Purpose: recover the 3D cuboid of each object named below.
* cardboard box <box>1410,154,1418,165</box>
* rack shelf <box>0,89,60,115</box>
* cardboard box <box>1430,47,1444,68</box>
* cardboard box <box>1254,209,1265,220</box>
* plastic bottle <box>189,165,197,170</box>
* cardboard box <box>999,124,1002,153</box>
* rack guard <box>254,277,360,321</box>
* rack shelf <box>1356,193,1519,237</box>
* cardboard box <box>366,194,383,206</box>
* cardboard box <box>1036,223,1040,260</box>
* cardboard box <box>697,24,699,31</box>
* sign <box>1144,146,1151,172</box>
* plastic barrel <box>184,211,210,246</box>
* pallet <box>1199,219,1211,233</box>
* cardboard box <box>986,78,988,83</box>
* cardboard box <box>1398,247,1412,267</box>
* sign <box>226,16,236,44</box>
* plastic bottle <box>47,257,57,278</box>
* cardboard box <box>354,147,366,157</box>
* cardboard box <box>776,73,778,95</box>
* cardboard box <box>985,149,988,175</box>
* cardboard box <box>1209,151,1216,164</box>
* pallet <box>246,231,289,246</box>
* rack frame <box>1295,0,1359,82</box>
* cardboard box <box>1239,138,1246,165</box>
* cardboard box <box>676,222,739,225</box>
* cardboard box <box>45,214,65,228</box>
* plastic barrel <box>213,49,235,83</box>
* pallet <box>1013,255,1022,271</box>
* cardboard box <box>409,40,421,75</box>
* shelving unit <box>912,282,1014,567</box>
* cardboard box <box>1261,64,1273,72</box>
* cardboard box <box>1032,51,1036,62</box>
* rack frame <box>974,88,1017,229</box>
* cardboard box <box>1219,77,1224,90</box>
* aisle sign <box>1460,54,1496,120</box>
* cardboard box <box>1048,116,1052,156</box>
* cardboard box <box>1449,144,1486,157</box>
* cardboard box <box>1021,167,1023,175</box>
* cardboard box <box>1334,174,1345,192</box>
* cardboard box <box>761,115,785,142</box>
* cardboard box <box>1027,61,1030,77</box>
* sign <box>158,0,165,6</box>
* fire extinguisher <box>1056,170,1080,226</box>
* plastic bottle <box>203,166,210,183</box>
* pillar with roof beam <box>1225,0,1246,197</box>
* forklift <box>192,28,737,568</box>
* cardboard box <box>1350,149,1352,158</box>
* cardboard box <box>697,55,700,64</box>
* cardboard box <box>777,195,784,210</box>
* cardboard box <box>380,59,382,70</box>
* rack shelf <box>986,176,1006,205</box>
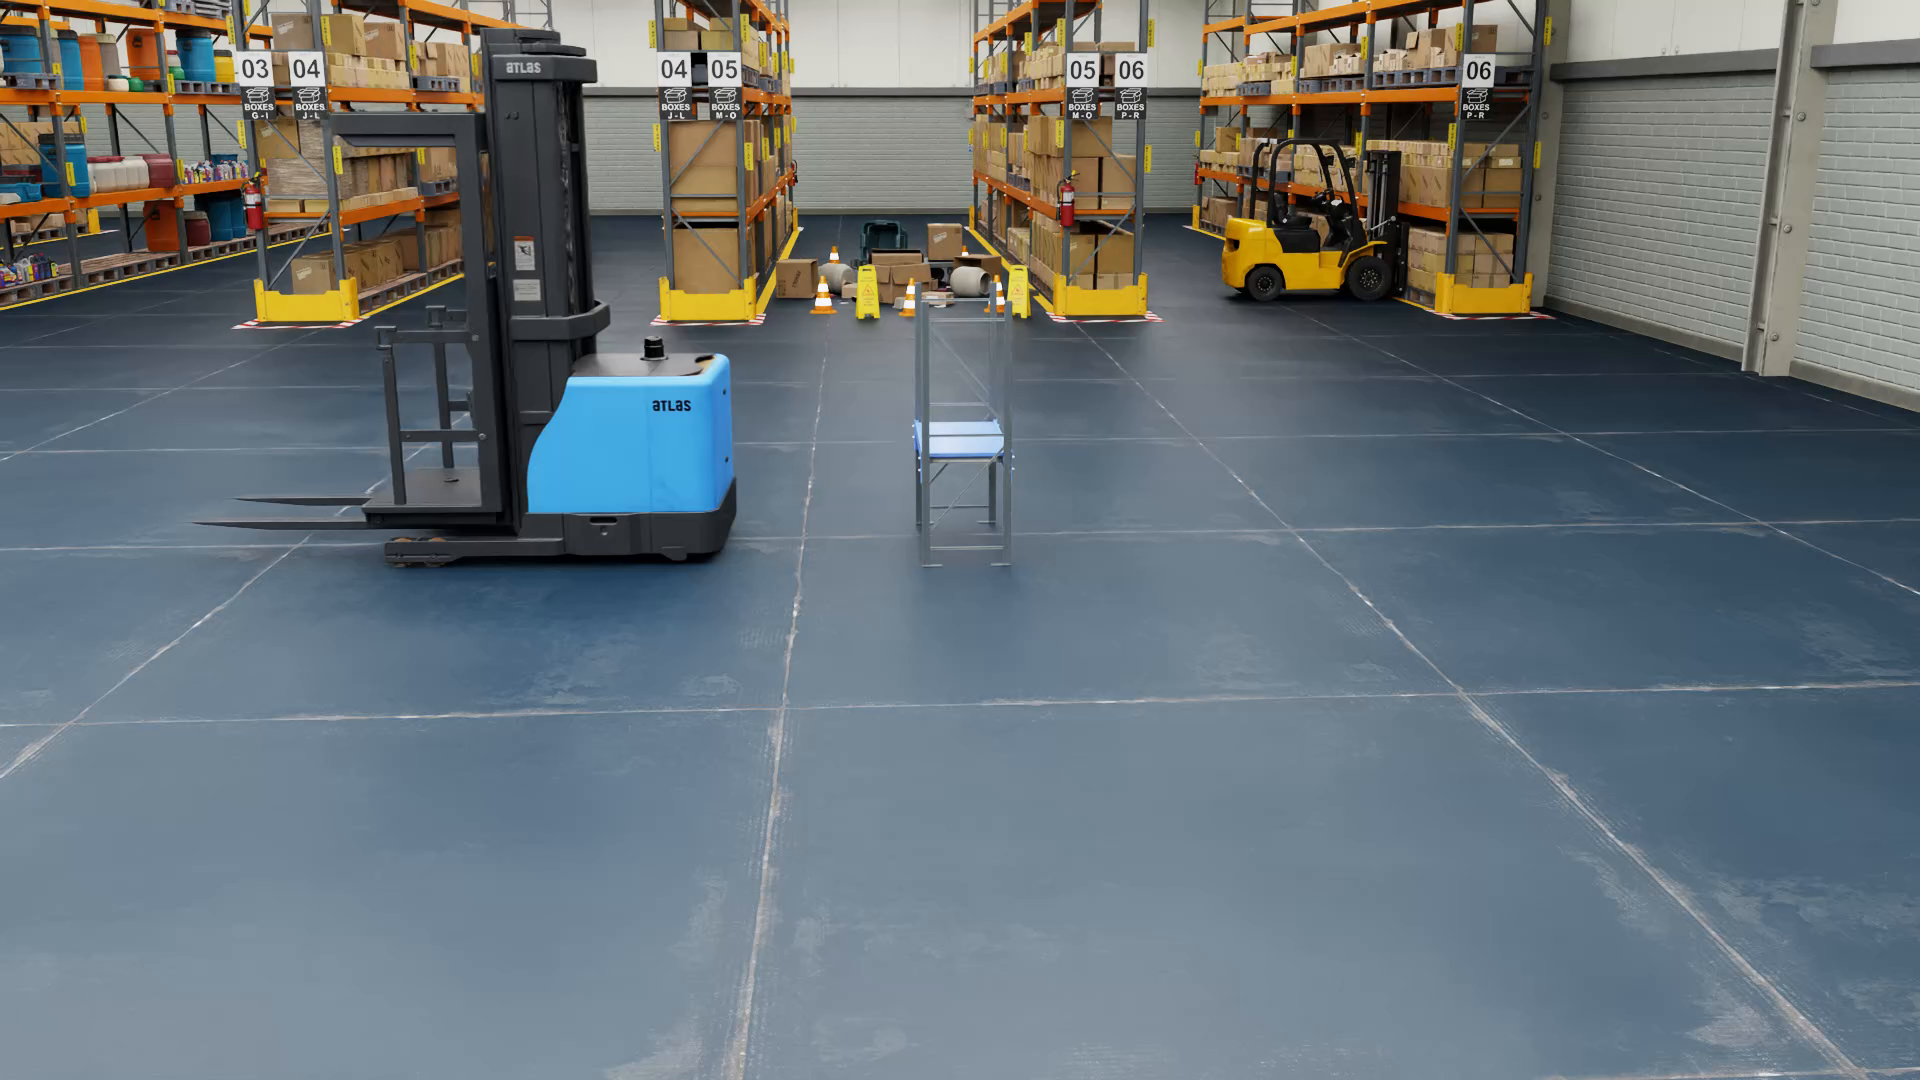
[{"bbox_3d":[6.342,-5.174,22.613,0.380,0.149,0.250,-1,14,-3],"label":"cardboard box"},{"bbox_3d":[-13.165,-5.706,21.606,1.077,0.370,4.000,-1,14,-3],"label":"rack shelf"},{"bbox_3d":[6.377,-6.315,21.756,0.396,0.266,0.258,-1,14,-3],"label":"cardboard box"},{"bbox_3d":[5.879,-6.008,31.530,0.500,0.500,0.500,-1,14,-5],"label":"cardboard box"},{"bbox_3d":[-13.927,-6.679,30.215,0.152,0.276,0.135,-1,14,-3],"label":"plastic bottle"},{"bbox_3d":[0.965,-7.108,29.424,0.500,0.500,0.500,-1,14,-2],"label":"cardboard box"},{"bbox_3d":[-8.102,-2.989,20.639,1.175,0.500,0.348,-1,14,-3],"label":"rack guard"},{"bbox_3d":[6.624,-4.560,23.173,1.077,0.370,4.000,-1,14,-3],"label":"rack shelf"},{"bbox_3d":[-7.873,-4.508,22.031,0.380,0.149,0.250,-1,14,-3],"label":"cardboard box"},{"bbox_3d":[1.358,-4.279,23.808,0.500,0.500,0.500,0,14,-1],"label":"cardboard box"},{"bbox_3d":[-3.579,-6.596,21.481,0.380,0.149,0.250,-1,14,-4],"label":"cardboard box"},{"bbox_3d":[2.335,-4.761,20.773,0.100,0.325,0.005,-1,14,-3],"label":"sign"},{"bbox_3d":[-13.654,-5.531,29.501,0.600,0.588,0.708,-1,14,-3],"label":"plastic barrel"},{"bbox_3d":[5.811,-6.822,36.119,1.003,0.211,1.213,-1,14,-3],"label":"pallet"},{"bbox_3d":[0.691,-9.111,32.624,0.396,0.266,0.258,0,14,-2],"label":"cardboard box"},{"bbox_3d":[6.332,-3.894,22.813,0.500,0.250,0.500,-1,14,-5],"label":"cardboard box"},{"bbox_3d":[-8.653,-6.058,19.756,0.100,0.325,0.005,-1,14,-3],"label":"sign"},{"bbox_3d":[-12.930,-3.882,23.661,0.061,0.283,0.133,0,14,-1],"label":"plastic bottle"},{"bbox_3d":[-7.884,-5.122,21.111,0.500,0.500,0.500,-1,14,-3],"label":"cardboard box"},{"bbox_3d":[-3.480,-8.117,29.334,0.500,0.500,0.500,-1,14,-3],"label":"cardboard box"},{"bbox_3d":[0.766,-7.478,32.868,0.500,0.500,0.500,-1,14,-3],"label":"cardboard box"},{"bbox_3d":[5.581,-8.093,35.165,0.500,0.250,0.500,-1,14,-4],"label":"cardboard box"},{"bbox_3d":[-13.869,-5.920,32.612,1.003,0.211,1.213,-1,14,-3],"label":"pallet"},{"bbox_3d":[6.252,-9.306,28.135,1.000,3.000,0.127,-1,14,-3],"label":"rack frame"},{"bbox_3d":[5.811,-7.523,32.203,0.700,0.500,0.500,-1,14,-2],"label":"cardboard box"},{"bbox_3d":[-3.305,-3.793,22.168,0.875,0.875,0.875,-1,14,-4],"label":"cardboard box"},{"bbox_3d":[-18.668,-6.521,33.986,0.500,0.250,0.500,-1,14,-3],"label":"cardboard box"},{"bbox_3d":[-13.525,-8.612,30.236,0.600,0.588,0.600,0,14,0],"label":"plastic barrel"},{"bbox_3d":[1.417,-4.475,26.997,1.003,0.211,1.213,-1,14,-3],"label":"pallet"},{"bbox_3d":[-8.276,-7.000,24.141,0.797,0.503,0.637,-2,15,-6],"label":"cardboard box"},{"bbox_3d":[0.005,-0.705,9.757,0.538,1.500,1.048,-1,14,-3],"label":"shelving unit"},{"bbox_3d":[5.739,-8.659,30.505,0.380,0.149,0.250,-1,14,-3],"label":"cardboard box"},{"bbox_3d":[1.239,-6.962,23.949,0.380,0.149,0.250,-1,14,-4],"label":"cardboard box"},{"bbox_3d":[0.802,-8.313,36.314,1.000,3.000,0.127,-1,14,-3],"label":"rack frame"},{"bbox_3d":[5.637,-9.418,34.294,0.500,0.250,0.500,-1,14,-4],"label":"cardboard box"},{"bbox_3d":[6.458,-5.649,20.745,0.394,0.787,0.004,-1,14,-3],"label":"aisle sign"},{"bbox_3d":[1.520,-5.260,21.645,0.700,0.500,0.500,-1,14,-3],"label":"cardboard box"},{"bbox_3d":[6.515,-5.003,21.353,0.380,0.149,0.250,-1,14,-3],"label":"cardboard box"},{"bbox_3d":[1.184,-5.918,26.670,0.380,0.149,0.250,0,14,-2],"label":"cardboard box"},{"bbox_3d":[6.171,-5.579,25.992,0.500,0.250,0.500,-1,14,-4],"label":"cardboard box"},{"bbox_3d":[-3.669,-8.009,32.330,0.500,0.500,0.500,-1,14,-2],"label":"cardboard box"},{"bbox_3d":[1.308,-7.307,25.846,0.500,0.250,0.500,-1,14,-3],"label":"cardboard box"},{"bbox_3d":[-12.988,-8.853,27.022,0.100,0.325,0.005,-1,14,-3],"label":"sign"},{"bbox_3d":[1.341,-4.260,20.720,0.296,0.674,0.183,-1,14,-3],"label":"fire extinguisher"},{"bbox_3d":[-13.267,-6.438,29.261,0.061,0.283,0.133,-1,14,-3],"label":"plastic bottle"},{"bbox_3d":[2.192,-11.913,38.270,9.100,9.000,0.400,-1,14,-3],"label":"pillar with roof beam"},{"bbox_3d":[-2.896,-1.396,9.571,3.031,2.935,1.130,0,14,-1],"label":"forklift"},{"bbox_3d":[6.260,-5.975,25.728,0.380,0.149,0.250,-1,14,-3],"label":"cardboard box"},{"bbox_3d":[-3.578,-6.208,21.576,0.380,0.149,0.250,-1,14,-3],"label":"cardboard box"},{"bbox_3d":[-3.586,-6.391,31.514,0.500,0.250,0.500,-1,14,-5],"label":"cardboard box"},{"bbox_3d":[-8.024,-6.409,22.398,0.380,0.149,0.250,0,14,-1],"label":"cardboard box"},{"bbox_3d":[1.174,-6.472,30.604,1.077,0.370,4.000,-1,14,-3],"label":"rack shelf"}]
